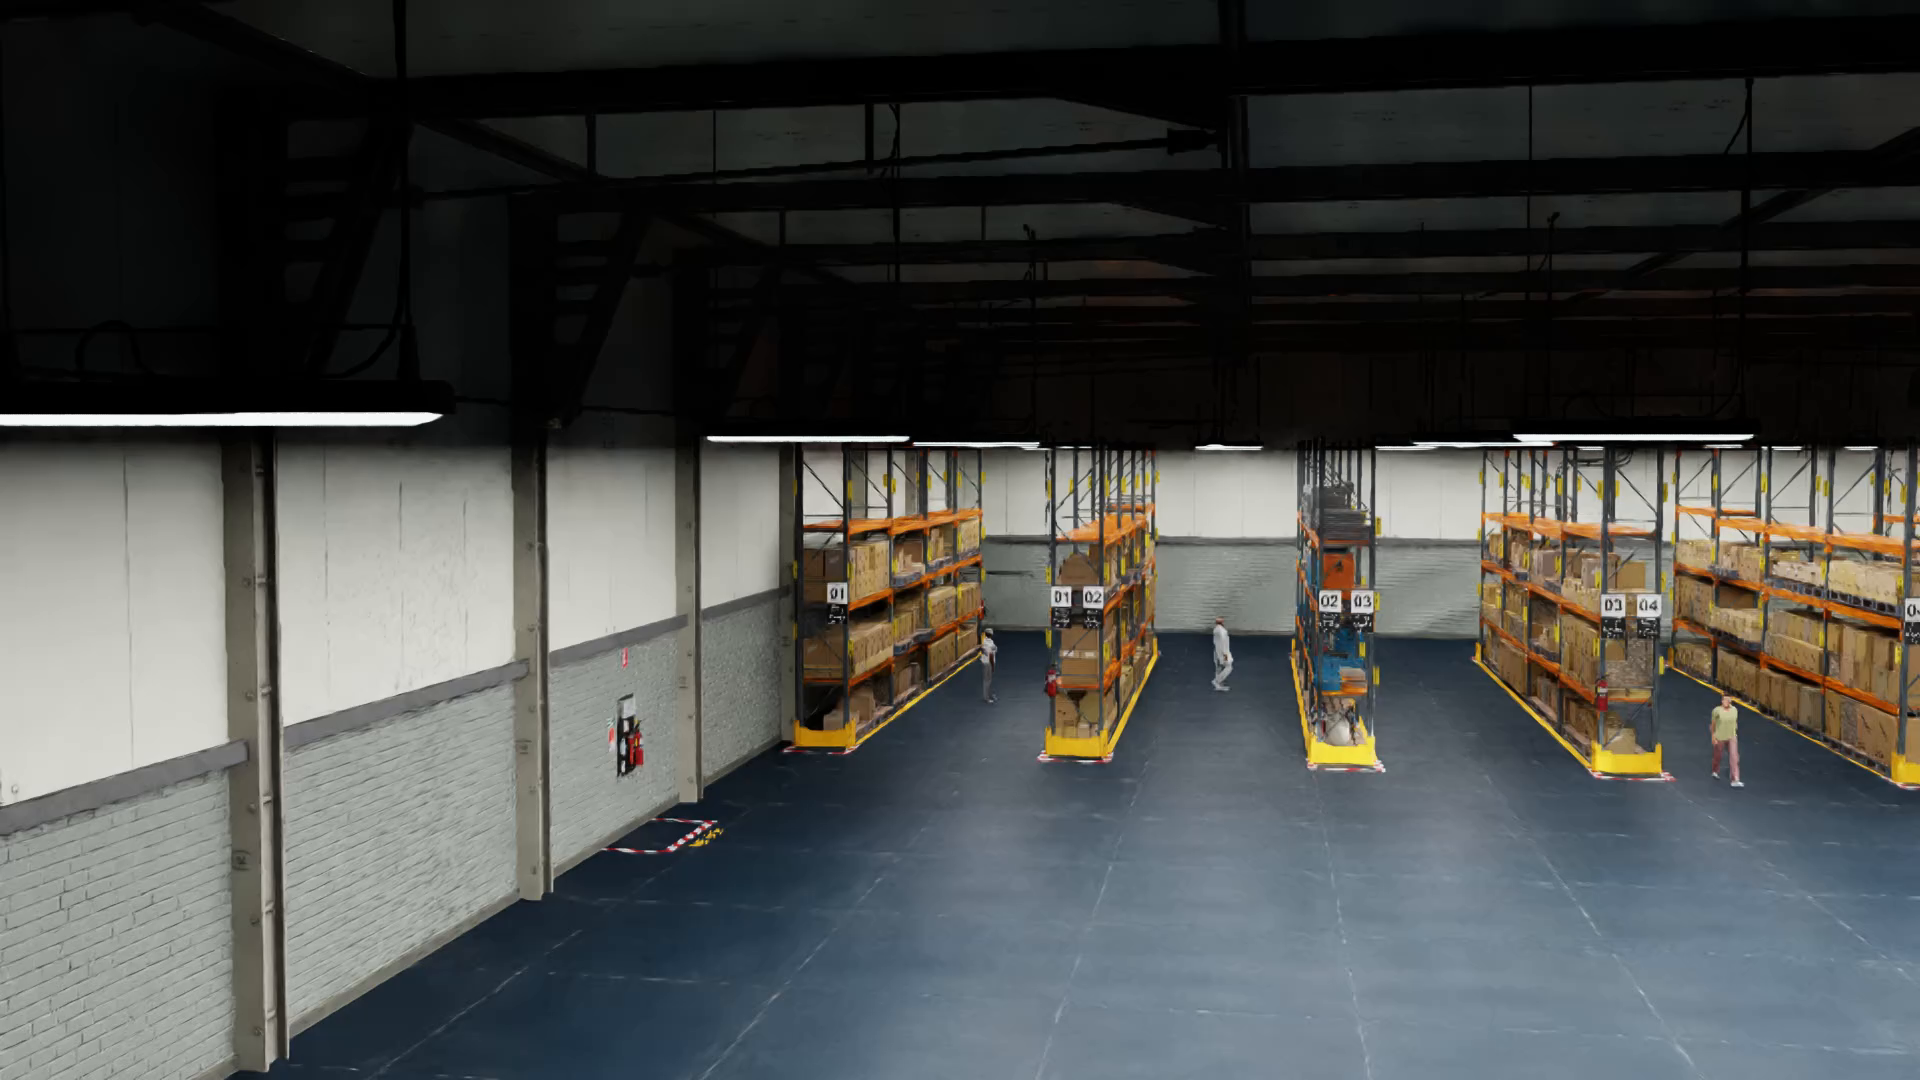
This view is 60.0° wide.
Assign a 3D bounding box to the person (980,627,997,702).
[{"bbox_3d":[0.692,2.851,38.181,0.440,1.683,0.551,-1,3,-17],"label":"person"}]

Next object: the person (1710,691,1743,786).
[{"bbox_3d":[13.171,3.392,28.655,0.448,1.590,1.109,1,3,13],"label":"person"}]

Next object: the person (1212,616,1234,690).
[{"bbox_3d":[6.263,2.722,39.878,0.516,1.777,0.628,-1,3,-17],"label":"person"}]
